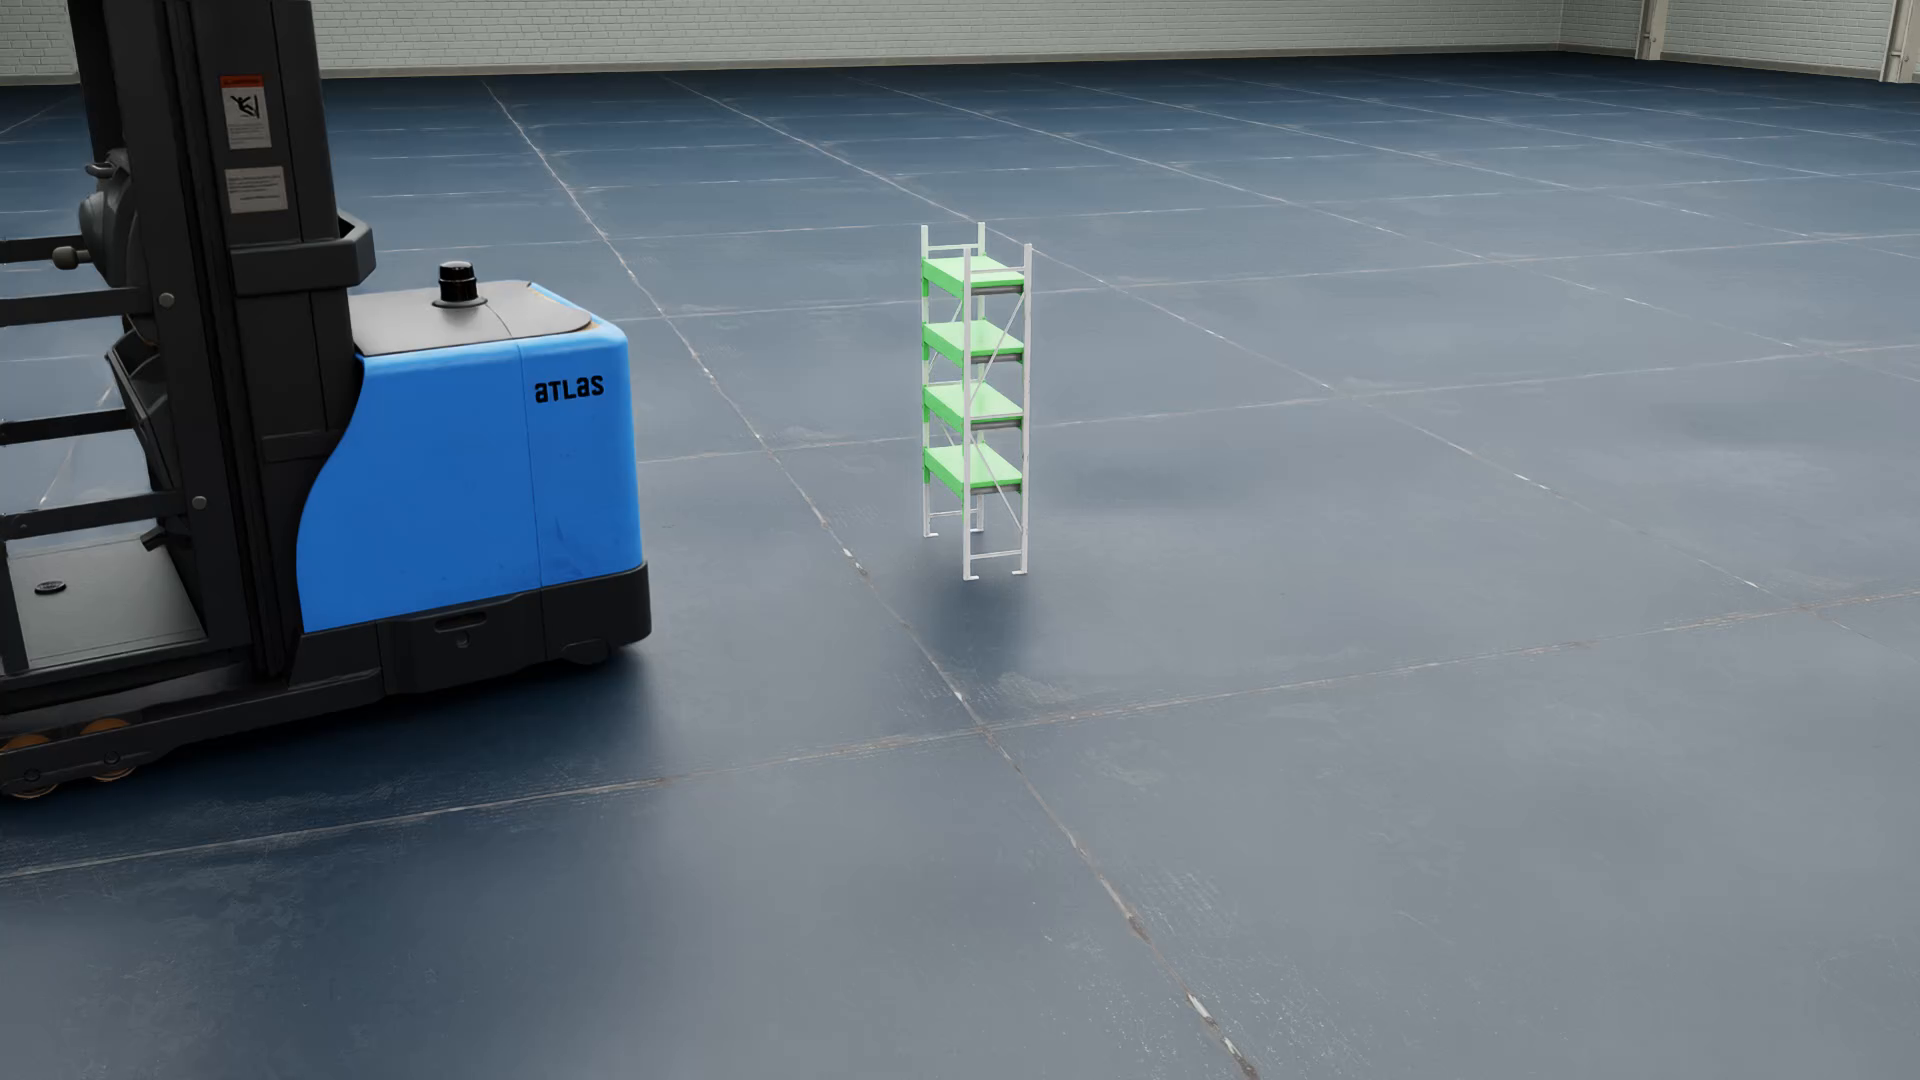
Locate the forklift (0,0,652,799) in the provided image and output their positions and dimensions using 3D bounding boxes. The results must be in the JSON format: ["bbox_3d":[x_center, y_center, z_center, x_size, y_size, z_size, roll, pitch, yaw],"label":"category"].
[{"bbox_3d":[-2.524,-0.887,4.551,3.031,2.935,1.130,-12,23,-29],"label":"forklift"}]

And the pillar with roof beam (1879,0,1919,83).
[{"bbox_3d":[11.392,-11.354,24.714,9.100,9.000,0.400,-6,21,-17],"label":"pillar with roof beam"}]

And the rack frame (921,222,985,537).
[{"bbox_3d":[-0.025,-0.590,6.284,0.240,1.200,0.015,-6,21,-17],"label":"rack frame"}]

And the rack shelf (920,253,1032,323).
[{"bbox_3d":[0.052,-0.903,5.925,0.258,0.148,0.480,-6,21,-17],"label":"rack shelf"}]

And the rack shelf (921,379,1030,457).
[{"bbox_3d":[0.052,-0.451,6.087,0.258,0.148,0.480,-6,21,-17],"label":"rack shelf"}]

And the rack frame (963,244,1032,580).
[{"bbox_3d":[0.129,-0.433,5.848,0.240,1.200,0.015,-6,21,-17],"label":"rack frame"}]

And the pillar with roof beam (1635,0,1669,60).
[{"bbox_3d":[9.507,-13.279,30.074,9.100,9.000,0.400,-6,21,-17],"label":"pillar with roof beam"}]

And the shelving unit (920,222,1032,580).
[{"bbox_3d":[0.052,-0.512,6.066,0.258,1.200,0.503,-6,21,-17],"label":"shelving unit"}]

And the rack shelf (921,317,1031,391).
[{"bbox_3d":[0.052,-0.677,6.006,0.258,0.148,0.480,-6,21,-17],"label":"rack shelf"}]

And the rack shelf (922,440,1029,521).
[{"bbox_3d":[0.052,-0.226,6.169,0.258,0.148,0.480,-6,21,-17],"label":"rack shelf"}]
